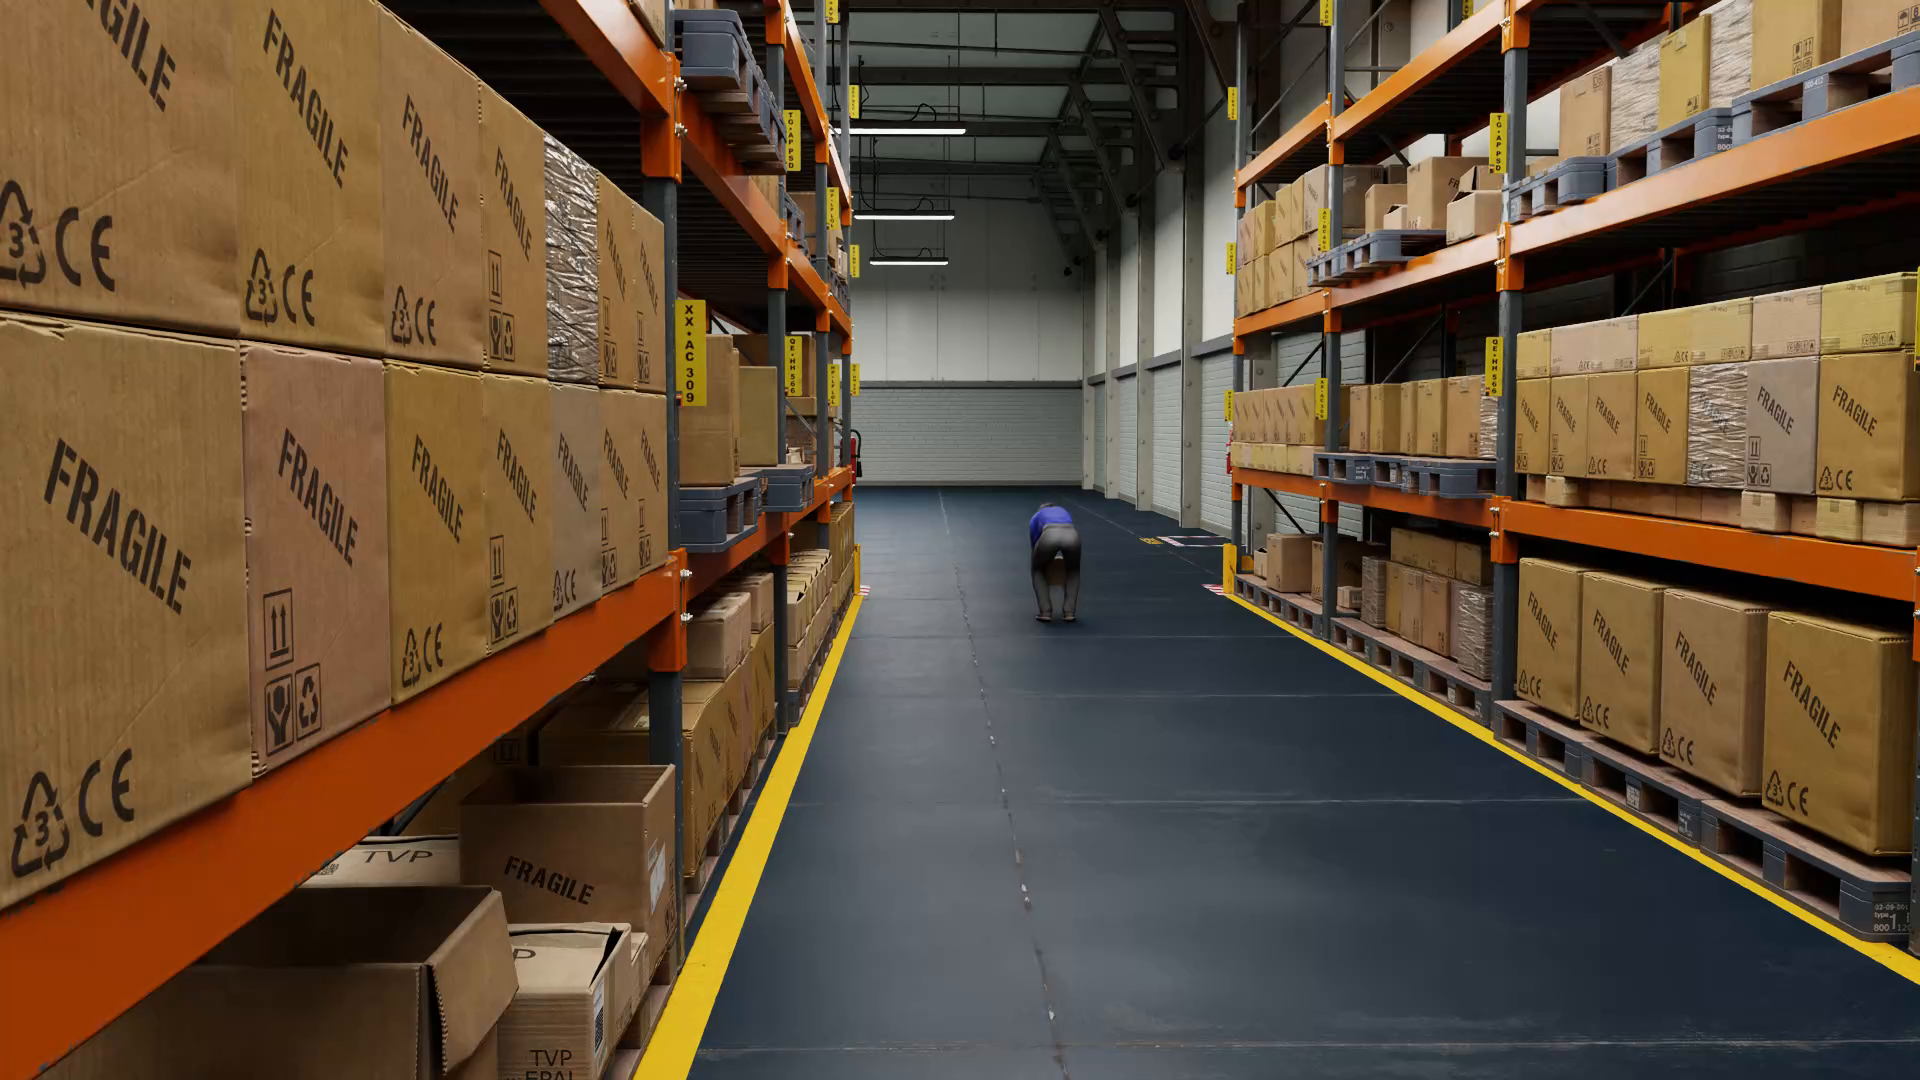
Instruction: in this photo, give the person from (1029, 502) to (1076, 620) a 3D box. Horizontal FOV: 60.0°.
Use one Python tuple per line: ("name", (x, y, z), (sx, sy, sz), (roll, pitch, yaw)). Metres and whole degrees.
("person", (0.829, 0.188, 14.906), (0.406, 1.035, 0.726), (0, 4, -4))
